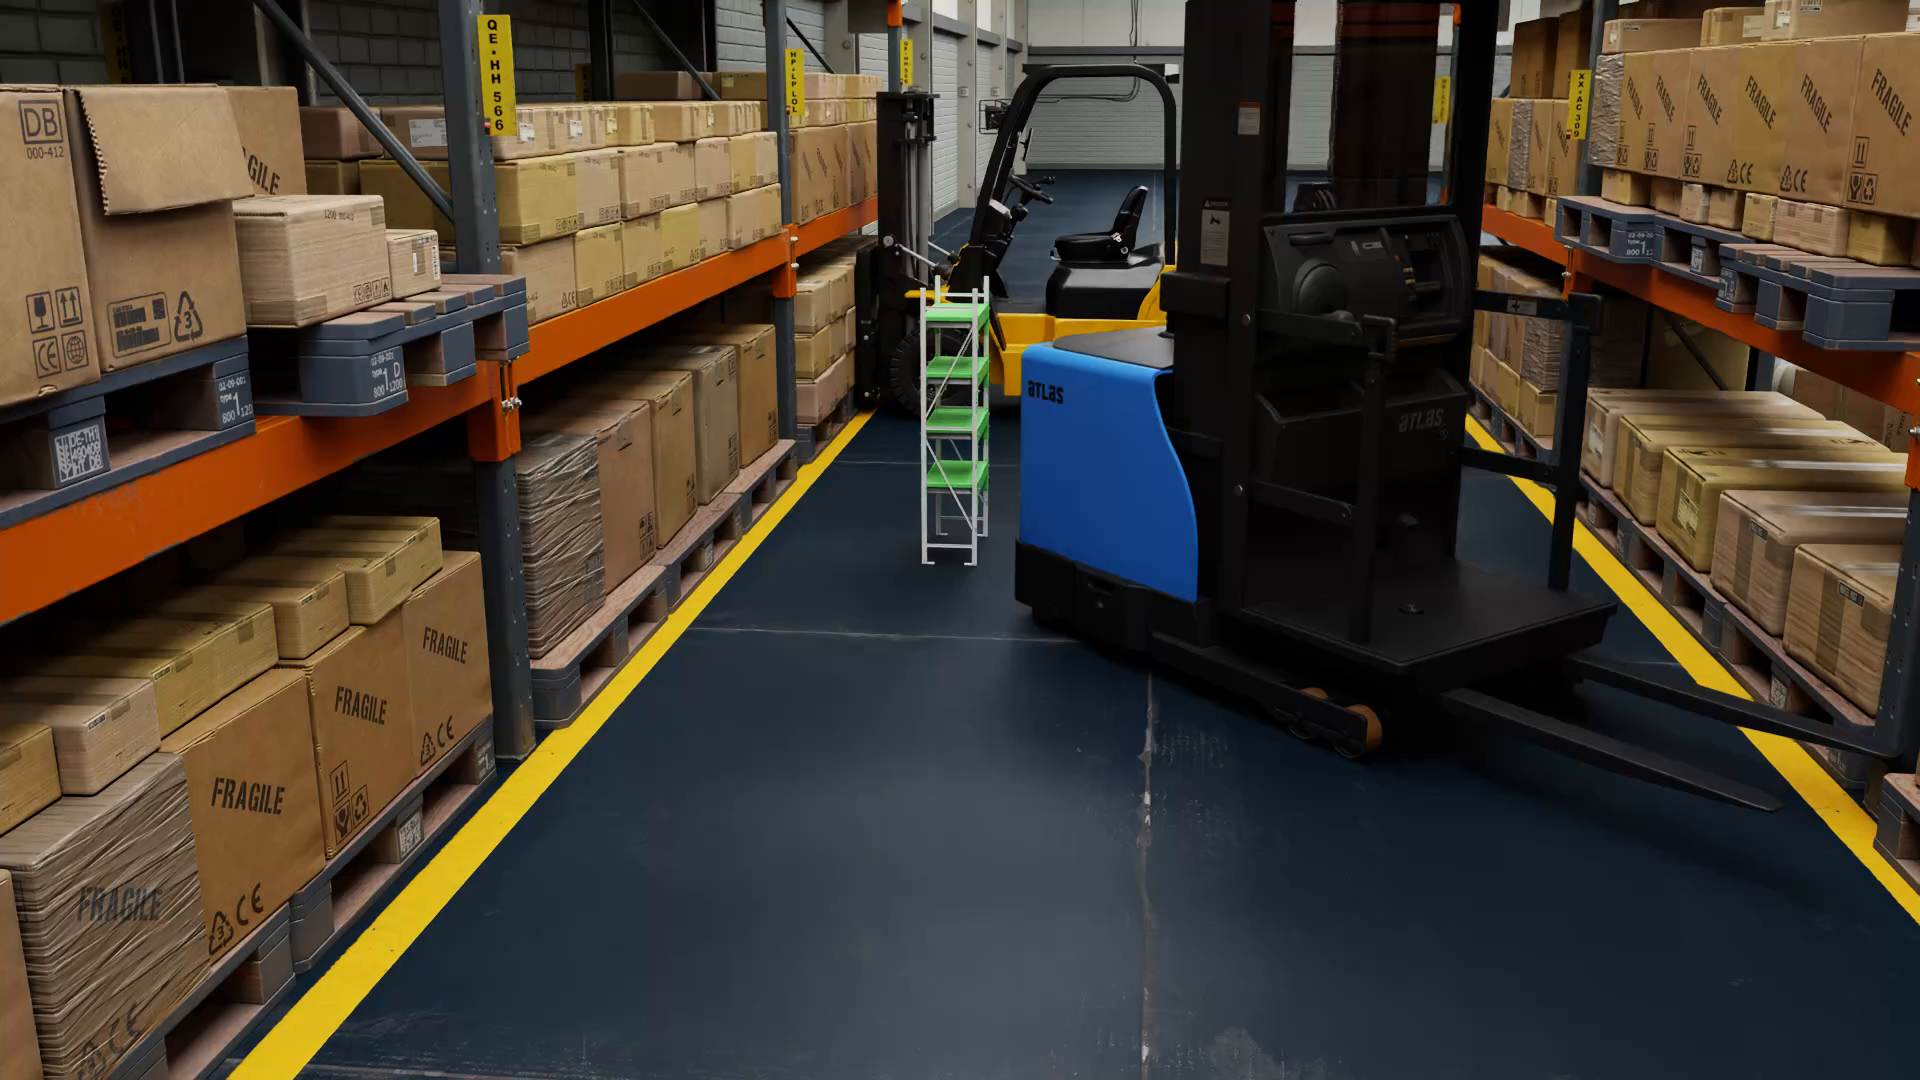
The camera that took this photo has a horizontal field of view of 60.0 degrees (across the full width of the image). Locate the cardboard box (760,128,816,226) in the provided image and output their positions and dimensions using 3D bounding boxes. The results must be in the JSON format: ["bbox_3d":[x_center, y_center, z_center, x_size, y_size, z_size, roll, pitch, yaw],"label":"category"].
[{"bbox_3d":[-1.076,-1.984,9.060,0.500,0.500,0.500,1,15,5],"label":"cardboard box"}]

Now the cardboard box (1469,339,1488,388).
[{"bbox_3d":[3.519,-1.120,10.522,0.500,0.250,0.500,3,15,10],"label":"cardboard box"}]

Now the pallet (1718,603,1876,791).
[{"bbox_3d":[3.186,0.498,5.415,1.003,0.211,1.213,2,15,6],"label":"pallet"}]

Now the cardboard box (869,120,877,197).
[{"bbox_3d":[-0.796,-2.644,11.502,0.500,0.500,0.500,2,15,8],"label":"cardboard box"}]

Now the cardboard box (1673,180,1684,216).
[{"bbox_3d":[3.078,-1.360,6.623,0.380,0.149,0.250,2,15,7],"label":"cardboard box"}]

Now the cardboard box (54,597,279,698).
[{"bbox_3d":[-1.789,0.242,3.763,0.380,0.149,0.250,2,15,8],"label":"cardboard box"}]

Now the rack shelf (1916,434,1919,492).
[{"bbox_3d":[2.870,0.221,2.477,1.077,0.370,4.000,2,15,6],"label":"rack shelf"}]

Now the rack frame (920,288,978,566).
[{"bbox_3d":[-0.046,-0.473,7.113,0.240,1.200,0.015,2,15,6],"label":"rack frame"}]

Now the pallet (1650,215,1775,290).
[{"bbox_3d":[3.279,-1.067,6.230,1.003,0.211,1.213,2,15,6],"label":"pallet"}]

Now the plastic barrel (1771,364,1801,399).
[{"bbox_3d":[5.270,-0.896,10.165,0.421,0.421,0.512,-14,20,-42],"label":"plastic barrel"}]

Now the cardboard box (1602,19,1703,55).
[{"bbox_3d":[3.143,-2.279,7.534,0.380,0.149,0.250,2,15,6],"label":"cardboard box"}]

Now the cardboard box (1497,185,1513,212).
[{"bbox_3d":[3.444,-2.051,9.980,0.380,0.149,0.250,2,15,7],"label":"cardboard box"}]

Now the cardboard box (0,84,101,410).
[{"bbox_3d":[-1.864,-0.461,2.623,0.700,0.500,0.500,2,15,6],"label":"cardboard box"}]

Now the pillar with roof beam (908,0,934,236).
[{"bbox_3d":[3.724,-8.593,22.201,9.100,9.000,0.400,2,15,6],"label":"pillar with roof beam"}]

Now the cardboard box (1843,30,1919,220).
[{"bbox_3d":[2.871,-1.166,4.661,0.500,0.500,0.500,1,15,5],"label":"cardboard box"}]

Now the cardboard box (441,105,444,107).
[{"bbox_3d":[-1.927,-1.510,6.065,0.380,0.149,0.250,2,15,6],"label":"cardboard box"}]

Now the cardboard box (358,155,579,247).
[{"bbox_3d":[-1.519,-1.067,5.189,0.500,0.250,0.500,2,15,6],"label":"cardboard box"}]

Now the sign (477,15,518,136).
[{"bbox_3d":[-1.296,-1.298,4.648,0.100,0.325,0.005,2,15,6],"label":"sign"}]

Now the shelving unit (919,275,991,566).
[{"bbox_3d":[-0.019,-0.536,7.347,0.258,1.200,0.503,2,15,6],"label":"shelving unit"}]

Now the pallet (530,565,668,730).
[{"bbox_3d":[-1.705,0.343,5.988,1.003,0.211,1.213,2,15,6],"label":"pallet"}]

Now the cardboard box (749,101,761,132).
[{"bbox_3d":[-1.203,-2.094,8.226,0.380,0.149,0.250,2,15,8],"label":"cardboard box"}]

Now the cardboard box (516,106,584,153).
[{"bbox_3d":[-1.475,-1.363,5.520,0.380,0.149,0.250,2,15,8],"label":"cardboard box"}]

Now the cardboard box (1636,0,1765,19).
[{"bbox_3d":[3.812,-2.465,8.354,0.700,0.500,0.500,2,15,6],"label":"cardboard box"}]

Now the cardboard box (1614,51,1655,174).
[{"bbox_3d":[3.154,-1.834,7.133,0.500,0.500,0.500,2,15,6],"label":"cardboard box"}]

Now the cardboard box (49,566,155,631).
[{"bbox_3d":[-2.210,0.161,4.060,0.380,0.149,0.250,2,15,7],"label":"cardboard box"}]

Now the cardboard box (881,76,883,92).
[{"bbox_3d":[-0.765,-3.271,12.009,0.380,0.149,0.250,2,15,6],"label":"cardboard box"}]

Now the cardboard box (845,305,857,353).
[{"bbox_3d":[-0.901,-1.322,10.309,0.500,0.250,0.500,2,15,6],"label":"cardboard box"}]

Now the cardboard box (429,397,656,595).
[{"bbox_3d":[-1.687,-0.178,6.318,0.875,0.625,0.625,2,15,8],"label":"cardboard box"}]

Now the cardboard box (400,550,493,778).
[{"bbox_3d":[-1.671,0.329,4.681,0.500,0.500,0.500,2,15,8],"label":"cardboard box"}]

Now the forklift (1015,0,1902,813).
[{"bbox_3d":[1.475,-0.880,5.302,1.130,2.935,3.031,-10,18,-34],"label":"forklift"}]

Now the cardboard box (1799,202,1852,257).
[{"bbox_3d":[2.841,-0.957,5.131,0.380,0.149,0.250,2,15,6],"label":"cardboard box"}]

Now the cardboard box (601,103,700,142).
[{"bbox_3d":[-1.271,-1.691,6.734,0.380,0.149,0.250,1,15,5],"label":"cardboard box"}]

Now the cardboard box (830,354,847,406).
[{"bbox_3d":[-0.960,-0.951,9.896,0.500,0.250,0.500,1,15,5],"label":"cardboard box"}]

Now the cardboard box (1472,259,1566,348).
[{"bbox_3d":[3.511,-1.485,10.433,0.500,0.500,0.500,2,15,7],"label":"cardboard box"}]

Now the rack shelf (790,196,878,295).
[{"bbox_3d":[-1.159,-1.999,10.688,1.077,0.370,4.000,2,15,6],"label":"rack shelf"}]

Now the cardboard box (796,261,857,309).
[{"bbox_3d":[-0.906,-1.564,10.247,0.500,0.250,0.500,2,15,8],"label":"cardboard box"}]

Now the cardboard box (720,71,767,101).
[{"bbox_3d":[-1.054,-2.407,8.812,0.380,0.149,0.250,2,15,7],"label":"cardboard box"}]

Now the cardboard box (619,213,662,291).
[{"bbox_3d":[-1.431,-1.090,6.234,0.500,0.250,0.500,1,15,4],"label":"cardboard box"}]

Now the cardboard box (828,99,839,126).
[{"bbox_3d":[-0.926,-2.530,9.836,0.380,0.149,0.250,2,15,6],"label":"cardboard box"}]

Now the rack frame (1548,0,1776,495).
[{"bbox_3d":[3.547,-1.683,8.138,1.000,3.000,0.127,2,15,6],"label":"rack frame"}]

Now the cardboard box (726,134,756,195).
[{"bbox_3d":[-1.237,-1.728,7.637,0.500,0.250,0.500,1,15,5],"label":"cardboard box"}]

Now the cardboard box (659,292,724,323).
[{"bbox_3d":[-1.522,-1.319,9.342,0.500,0.250,0.500,2,15,7],"label":"cardboard box"}]

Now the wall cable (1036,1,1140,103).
[{"bbox_3d":[3.124,-12.614,43.021,3.097,2.526,0.112,2,15,6],"label":"wall cable"}]

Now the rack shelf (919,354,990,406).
[{"bbox_3d":[-0.019,-0.706,7.301,0.258,0.148,0.480,2,15,6],"label":"rack shelf"}]

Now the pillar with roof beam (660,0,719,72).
[{"bbox_3d":[2.370,-5.481,10.691,9.100,9.000,0.400,2,15,6],"label":"pillar with roof beam"}]

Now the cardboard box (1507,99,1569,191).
[{"bbox_3d":[3.456,-2.266,9.532,0.500,0.500,0.500,2,15,8],"label":"cardboard box"}]

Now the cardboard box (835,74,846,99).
[{"bbox_3d":[-0.932,-2.873,10.537,0.380,0.149,0.250,2,15,7],"label":"cardboard box"}]

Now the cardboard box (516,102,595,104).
[{"bbox_3d":[-1.811,-1.841,7.290,0.380,0.149,0.250,2,15,6],"label":"cardboard box"}]

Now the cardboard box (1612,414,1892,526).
[{"bbox_3d":[3.413,-0.294,7.233,0.950,0.372,0.625,3,15,10],"label":"cardboard box"}]
